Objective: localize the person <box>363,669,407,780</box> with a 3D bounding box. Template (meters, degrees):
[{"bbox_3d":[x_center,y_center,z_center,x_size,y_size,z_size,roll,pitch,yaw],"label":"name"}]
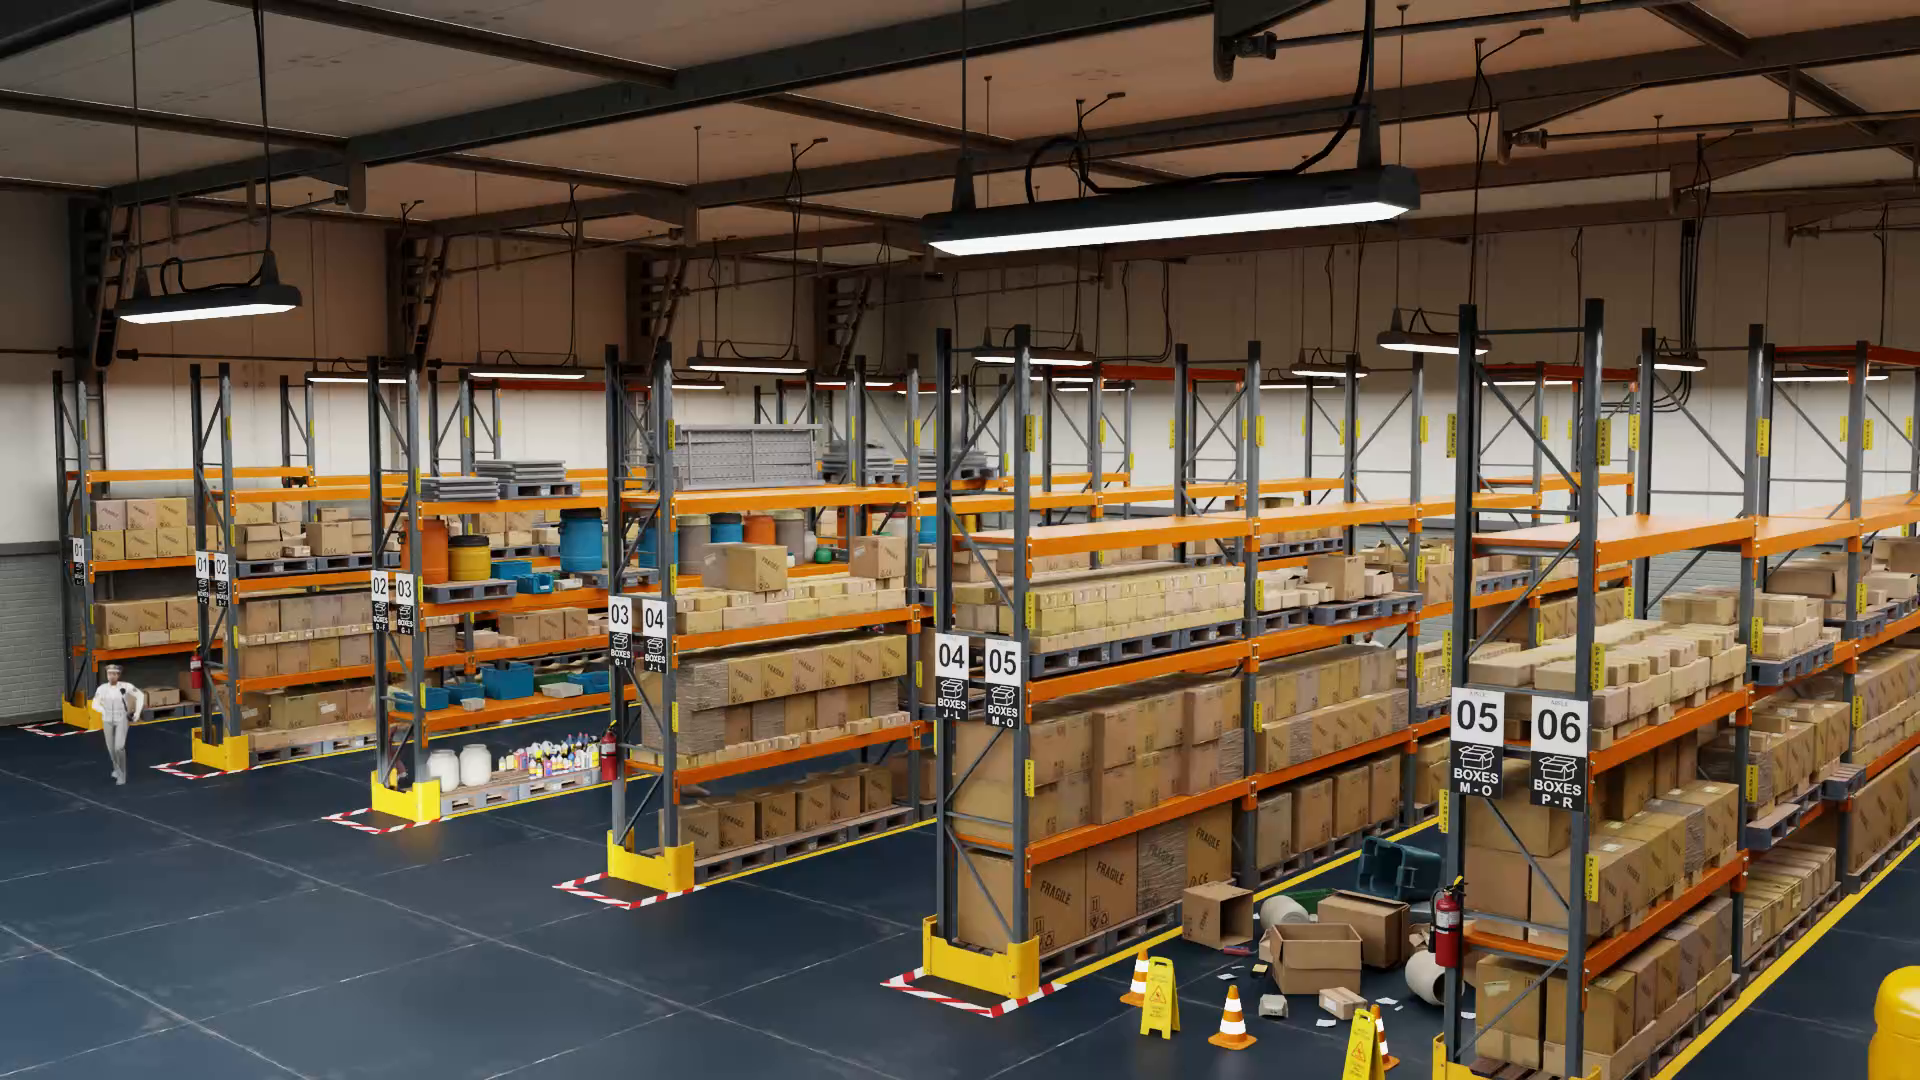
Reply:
[{"bbox_3d":[-8.044,2.663,23.345,0.597,1.736,0.711,3,5,31],"label":"person"}]

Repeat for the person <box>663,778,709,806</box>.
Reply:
[{"bbox_3d":[-3.547,2.784,21.365,0.664,1.673,0.645,2,5,30],"label":"person"}]

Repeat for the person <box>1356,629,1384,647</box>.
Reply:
[{"bbox_3d":[6.883,2.276,28.085,0.584,1.703,0.917,3,5,32],"label":"person"}]

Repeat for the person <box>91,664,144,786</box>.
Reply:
[{"bbox_3d":[-12.008,2.630,23.691,0.628,1.763,0.719,-1,4,-12],"label":"person"}]
